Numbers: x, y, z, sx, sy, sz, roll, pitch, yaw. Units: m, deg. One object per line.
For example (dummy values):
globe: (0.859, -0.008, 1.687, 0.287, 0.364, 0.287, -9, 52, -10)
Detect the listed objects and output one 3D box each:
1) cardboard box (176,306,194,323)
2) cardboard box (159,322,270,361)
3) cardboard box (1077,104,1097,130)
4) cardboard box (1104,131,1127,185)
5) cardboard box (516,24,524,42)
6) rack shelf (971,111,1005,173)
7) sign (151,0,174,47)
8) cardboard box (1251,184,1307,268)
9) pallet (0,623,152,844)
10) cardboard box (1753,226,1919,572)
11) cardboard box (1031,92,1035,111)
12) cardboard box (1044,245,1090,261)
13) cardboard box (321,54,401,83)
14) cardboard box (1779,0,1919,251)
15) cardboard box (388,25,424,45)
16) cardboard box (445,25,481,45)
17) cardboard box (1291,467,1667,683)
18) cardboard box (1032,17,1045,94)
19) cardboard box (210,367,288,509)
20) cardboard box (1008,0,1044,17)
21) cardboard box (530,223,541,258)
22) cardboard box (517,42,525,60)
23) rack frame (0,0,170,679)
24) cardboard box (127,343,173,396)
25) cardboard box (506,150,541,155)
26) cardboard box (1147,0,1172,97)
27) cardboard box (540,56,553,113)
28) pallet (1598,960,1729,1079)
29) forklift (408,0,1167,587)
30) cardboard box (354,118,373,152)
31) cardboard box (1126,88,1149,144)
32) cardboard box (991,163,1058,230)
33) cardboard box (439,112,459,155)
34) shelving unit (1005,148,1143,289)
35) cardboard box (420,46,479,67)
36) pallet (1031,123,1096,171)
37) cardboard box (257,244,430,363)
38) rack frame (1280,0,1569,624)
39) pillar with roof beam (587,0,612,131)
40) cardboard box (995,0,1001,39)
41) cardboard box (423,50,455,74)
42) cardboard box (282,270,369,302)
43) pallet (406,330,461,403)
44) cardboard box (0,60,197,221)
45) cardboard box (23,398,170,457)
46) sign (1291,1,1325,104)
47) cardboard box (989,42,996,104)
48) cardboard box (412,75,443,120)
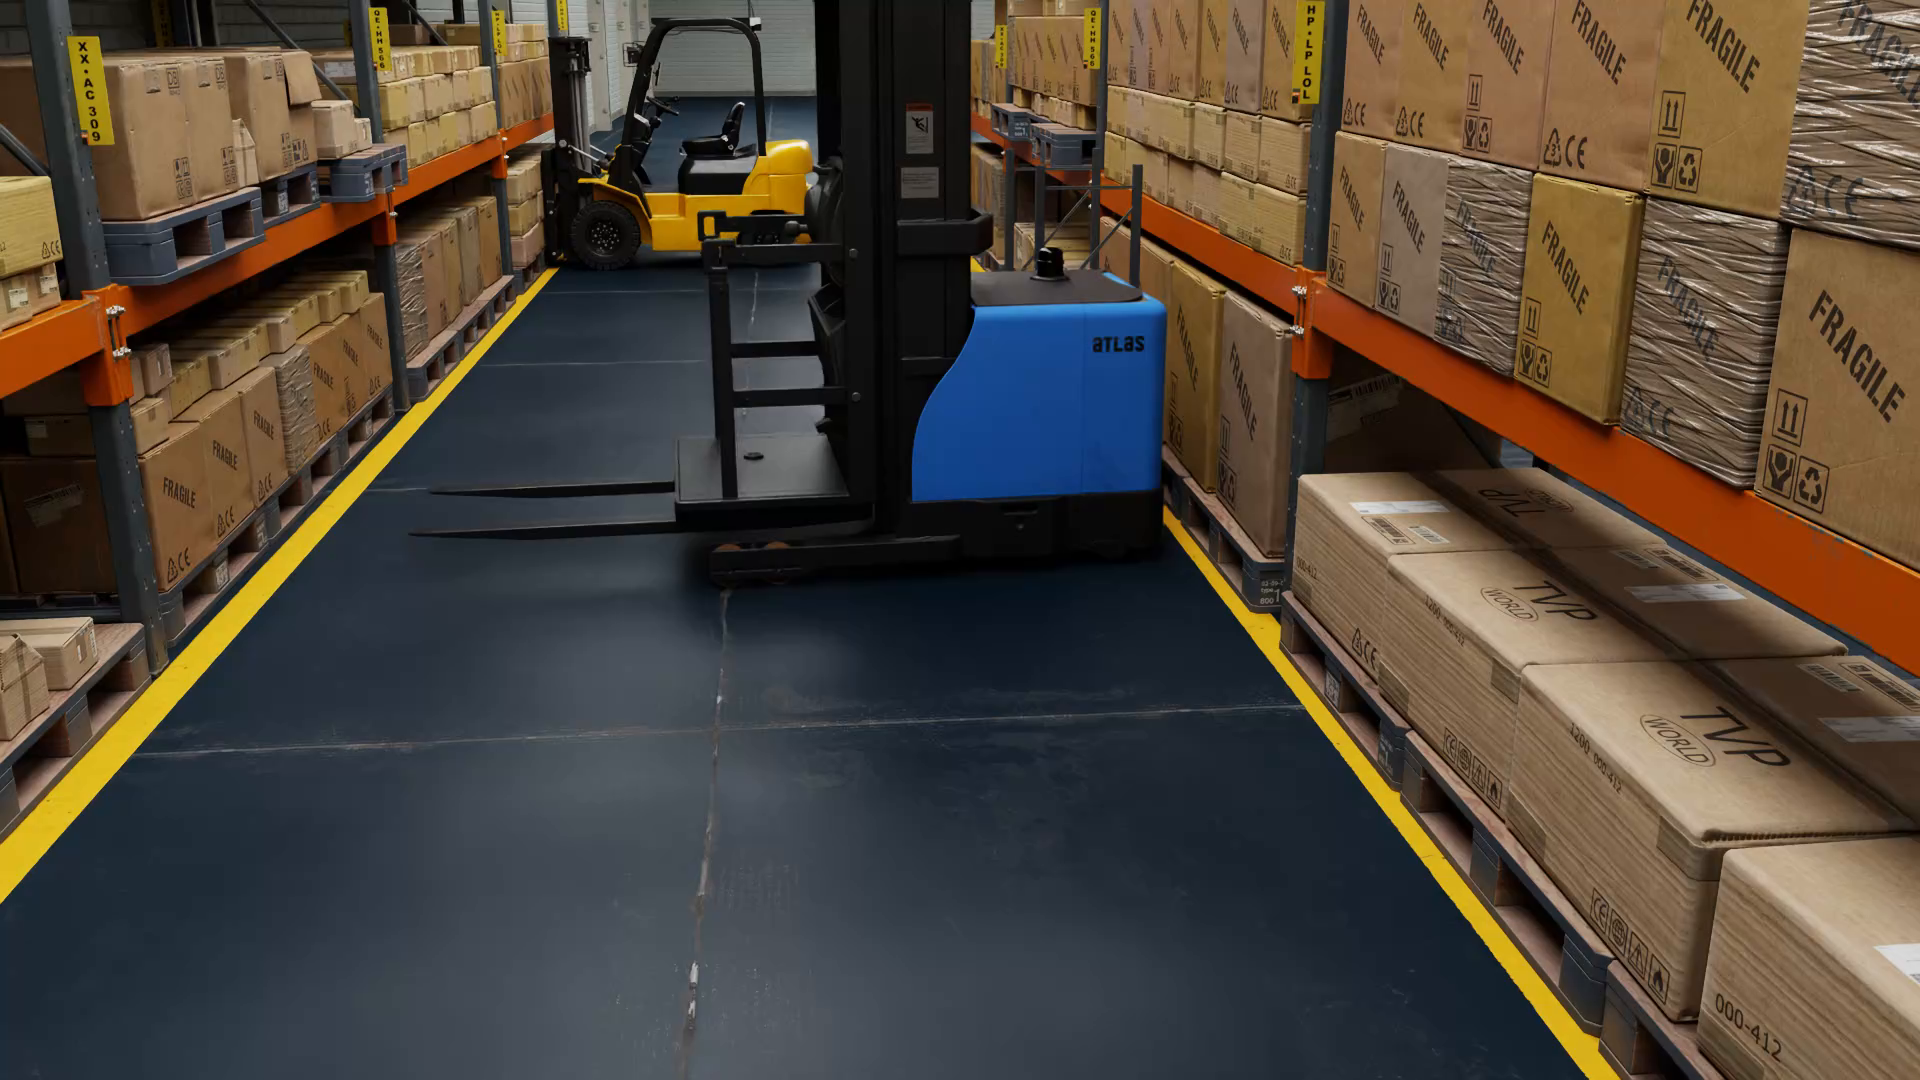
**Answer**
cardboard box: (-3.795, -0.995, 7.727, 0.380, 0.149, 0.250, -2, 18, -7)
cardboard box: (-3.269, -0.861, 7.302, 0.380, 0.149, 0.250, -2, 18, -5)
cardboard box: (0.914, -2.557, 10.033, 0.380, 0.149, 0.250, -2, 17, -5)
cardboard box: (1.082, -2.084, 9.056, 0.500, 0.250, 0.500, -2, 18, -7)
cardboard box: (-4.070, -4.480, 14.692, 0.380, 0.149, 0.250, -2, 17, -5)
rack shelf: (0.663, -3.753, 15.325, 1.077, 0.370, 4.000, -2, 18, -6)
sign: (-4.207, -2.689, 8.800, 0.100, 0.325, 0.005, -2, 18, -6)
cardboard box: (1.397, -1.171, 6.150, 0.500, 0.250, 0.500, -2, 18, -7)
pallet: (-3.173, 0.573, 5.001, 1.003, 0.211, 1.213, -2, 18, -6)
cardboard box: (1.757, -0.258, 2.826, 0.500, 0.500, 0.500, -2, 18, -7)
cardboard box: (0.719, -3.172, 11.991, 0.380, 0.149, 0.250, -2, 17, -5)
cardboard box: (1.076, -1.870, 11.811, 0.950, 0.372, 0.625, -1, 17, -4)
cardboard box: (-3.424, -2.695, 9.503, 0.380, 0.149, 0.250, -1, 17, -4)
cardboard box: (1.737, -0.741, 2.693, 0.500, 0.500, 0.500, -2, 18, -5)
cardboard box: (-4.401, -3.931, 12.944, 0.380, 0.149, 0.250, -2, 18, -6)
cardboard box: (-3.806, -3.949, 13.002, 0.380, 0.149, 0.250, -1, 17, -5)
cardboard box: (1.652, 0.095, 5.441, 0.875, 0.438, 0.875, -2, 18, -6)
cardboard box: (0.785, -3.292, 11.291, 0.500, 0.500, 0.500, -2, 18, -8)
cardboard box: (-3.181, -0.428, 7.006, 0.500, 0.500, 0.500, -2, 18, -7)
cardboard box: (0.566, -4.049, 12.618, 0.380, 0.149, 0.250, -2, 18, -6)
cardboard box: (-3.856, -2.540, 14.148, 0.500, 0.250, 0.500, -2, 18, -7)
cardboard box: (-3.943, -4.188, 14.261, 0.380, 0.149, 0.250, -2, 18, -7)
rack frame: (-3.243, -0.962, 5.235, 1.000, 3.000, 0.127, -2, 18, -6)
cardboard box: (-3.090, -0.613, 6.013, 0.380, 0.149, 0.250, -3, 18, -8)
cardboard box: (-4.002, -3.474, 15.454, 0.500, 0.250, 0.500, -2, 17, -5)
cardboard box: (1.188, -2.377, 7.904, 0.500, 0.500, 0.500, -1, 17, -4)
cardboard box: (-4.124, -4.292, 15.674, 0.500, 0.500, 0.500, -1, 17, -4)
pallet: (1.946, 1.169, 3.100, 1.003, 0.211, 1.213, -2, 18, -6)
forklift: (-0.722, -1.383, 6.688, 3.031, 2.935, 1.130, -3, 18, -9)
cardboard box: (-3.206, -2.051, 8.420, 0.380, 0.149, 0.250, -1, 17, -5)
cardboard box: (1.140, -2.163, 8.475, 0.500, 0.250, 0.500, -1, 17, -4)
cardboard box: (0.541, -2.915, 14.091, 0.500, 0.500, 0.500, -2, 18, -6)
cardboard box: (-3.617, -2.680, 10.957, 0.500, 0.250, 0.500, -1, 17, -4)
shelving unit: (0.545, -1.172, 8.407, 0.587, 1.500, 1.083, -2, 18, -6)
cardboard box: (-3.812, -3.608, 12.413, 0.380, 0.149, 0.250, -1, 17, -4)
pallet: (1.102, -2.426, 10.218, 1.213, 0.211, 1.003, -2, 18, -6)
cardboard box: (-3.706, -1.408, 9.917, 0.875, 0.625, 0.625, -1, 17, -4)
rack frame: (1.694, -1.117, 5.727, 1.000, 3.000, 0.127, -2, 18, -6)
pillar with roof beam: (-2.880, -12.660, 32.481, 9.100, 9.000, 0.400, -2, 18, -6)
cardboard box: (0.726, -5.213, 16.442, 0.700, 0.500, 0.500, -2, 18, -7)
cardboard box: (-3.546, -3.152, 10.959, 0.380, 0.149, 0.250, -2, 18, -7)
cardboard box: (-3.352, -1.332, 8.802, 0.380, 0.149, 0.250, -3, 18, -8)
pallet: (-3.701, -1.070, 10.234, 1.003, 0.211, 1.213, -2, 18, -6)
cardboard box: (-3.070, -1.362, 5.638, 0.700, 0.500, 0.500, -1, 17, -4)
cardboard box: (-3.015, -0.395, 5.816, 0.380, 0.149, 0.250, -1, 17, -3)
sign: (1.155, -1.612, 5.503, 0.100, 0.325, 0.005, -2, 18, -6)
cardboard box: (0.516, -3.968, 14.145, 0.500, 0.500, 0.500, -1, 17, -4)
cardboard box: (-3.545, -2.767, 10.397, 0.500, 0.250, 0.500, -2, 18, -7)
